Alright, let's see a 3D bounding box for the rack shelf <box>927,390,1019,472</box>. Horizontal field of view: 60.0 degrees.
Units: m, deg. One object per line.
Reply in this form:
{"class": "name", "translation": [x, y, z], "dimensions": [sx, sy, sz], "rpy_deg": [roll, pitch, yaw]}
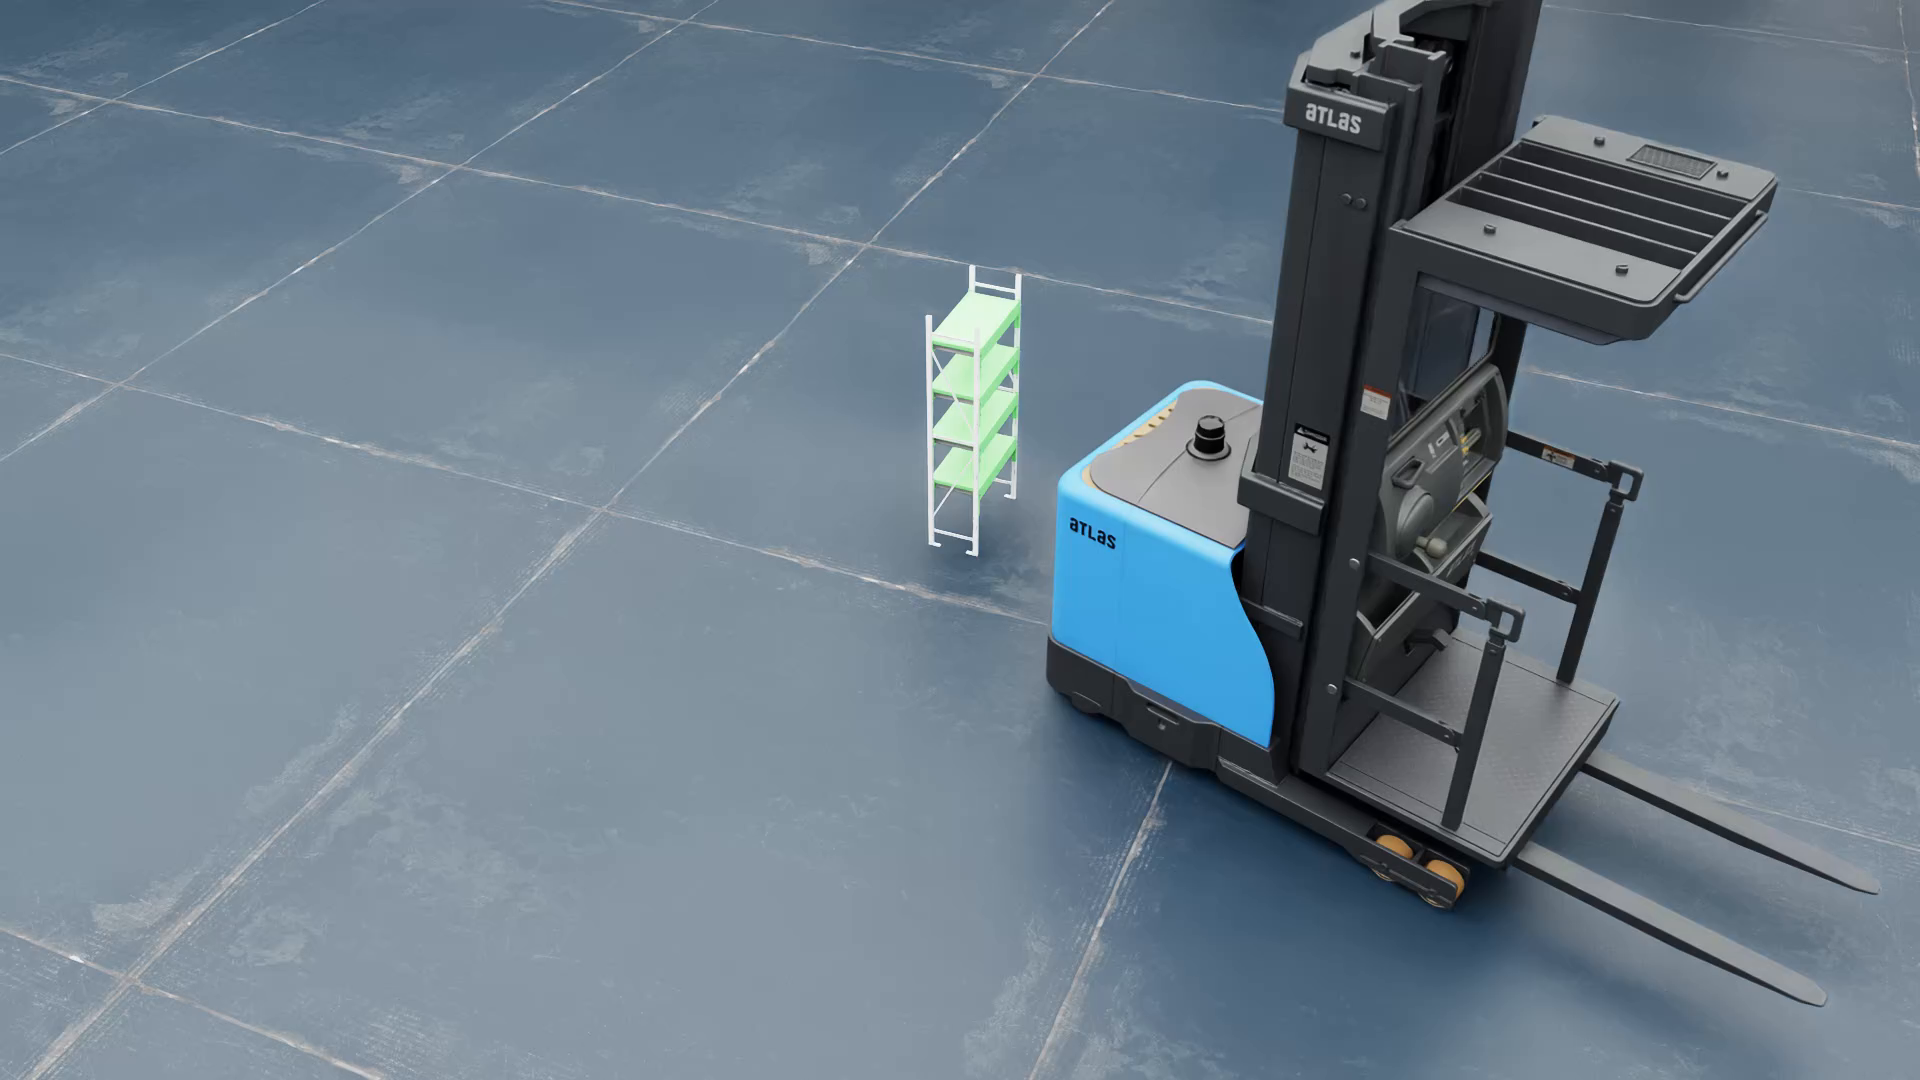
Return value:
{"class": "rack shelf", "translation": [0.063, -0.521, 7.552], "dimensions": [0.258, 0.148, 0.480], "rpy_deg": [14, 39, 18]}

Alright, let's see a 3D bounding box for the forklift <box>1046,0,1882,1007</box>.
{"class": "forklift", "translation": [1.819, -0.216, 5.591], "dimensions": [3.031, 2.935, 1.130], "rpy_deg": [26, 44, 30]}

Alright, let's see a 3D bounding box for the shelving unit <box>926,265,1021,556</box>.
{"class": "shelving unit", "translation": [0.063, -0.572, 7.513], "dimensions": [0.258, 1.200, 0.503], "rpy_deg": [14, 39, 18]}

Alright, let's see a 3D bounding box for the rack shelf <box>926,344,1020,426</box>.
{"class": "rack shelf", "translation": [0.063, -0.713, 7.408], "dimensions": [0.258, 0.148, 0.480], "rpy_deg": [14, 39, 18]}

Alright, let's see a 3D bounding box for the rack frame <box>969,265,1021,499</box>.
{"class": "rack frame", "translation": [0.156, -0.707, 7.694], "dimensions": [0.240, 1.200, 0.015], "rpy_deg": [14, 39, 18]}

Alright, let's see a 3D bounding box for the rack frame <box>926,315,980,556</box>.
{"class": "rack frame", "translation": [-0.030, -0.437, 7.333], "dimensions": [0.240, 1.200, 0.015], "rpy_deg": [14, 39, 18]}

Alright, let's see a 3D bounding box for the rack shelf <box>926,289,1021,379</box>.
{"class": "rack shelf", "translation": [0.063, -0.906, 7.264], "dimensions": [0.258, 0.148, 0.480], "rpy_deg": [14, 39, 18]}

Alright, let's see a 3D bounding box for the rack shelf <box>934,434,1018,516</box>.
{"class": "rack shelf", "translation": [0.063, -0.329, 7.695], "dimensions": [0.258, 0.148, 0.480], "rpy_deg": [14, 39, 18]}
